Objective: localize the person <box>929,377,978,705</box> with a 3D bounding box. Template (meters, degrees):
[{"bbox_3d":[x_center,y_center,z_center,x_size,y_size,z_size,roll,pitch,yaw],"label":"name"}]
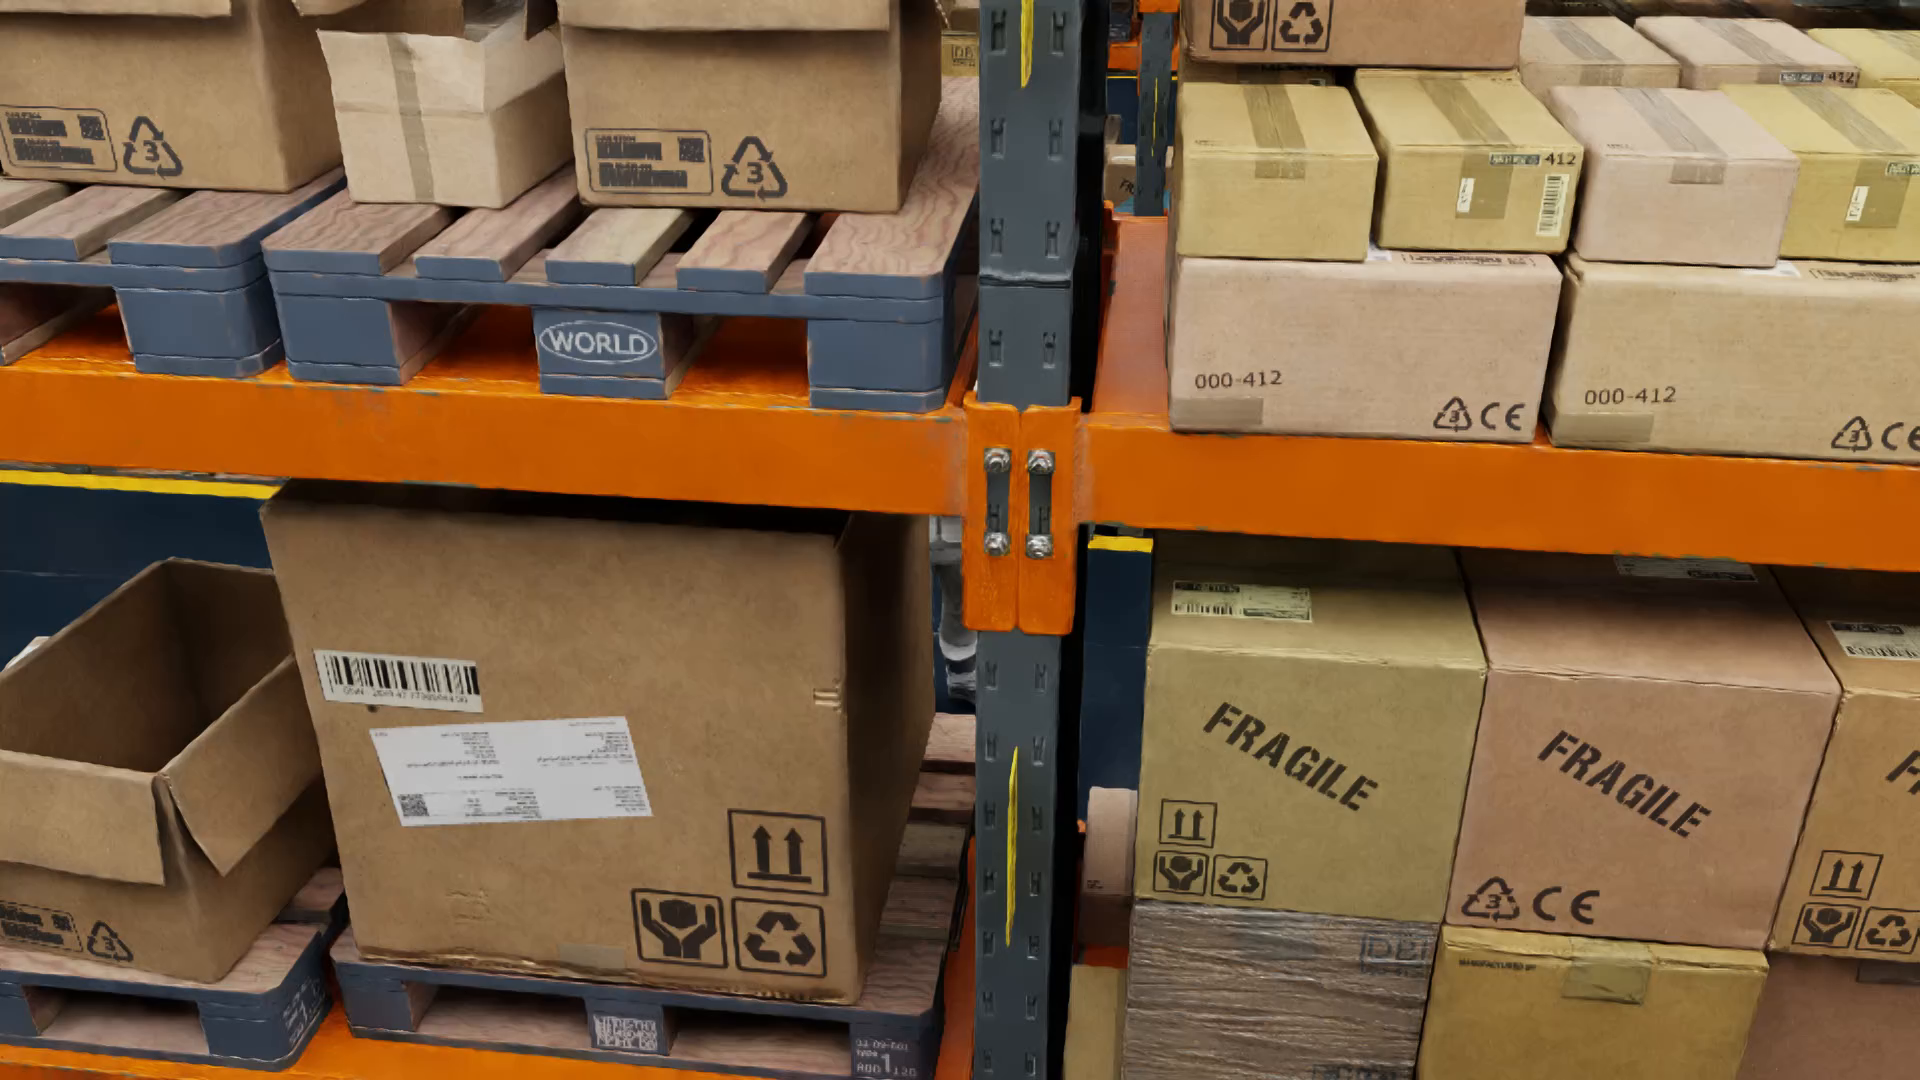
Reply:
[{"bbox_3d":[-0.108,-0.012,6.118,0.735,1.793,0.574,-6,29,-11],"label":"person"}]
